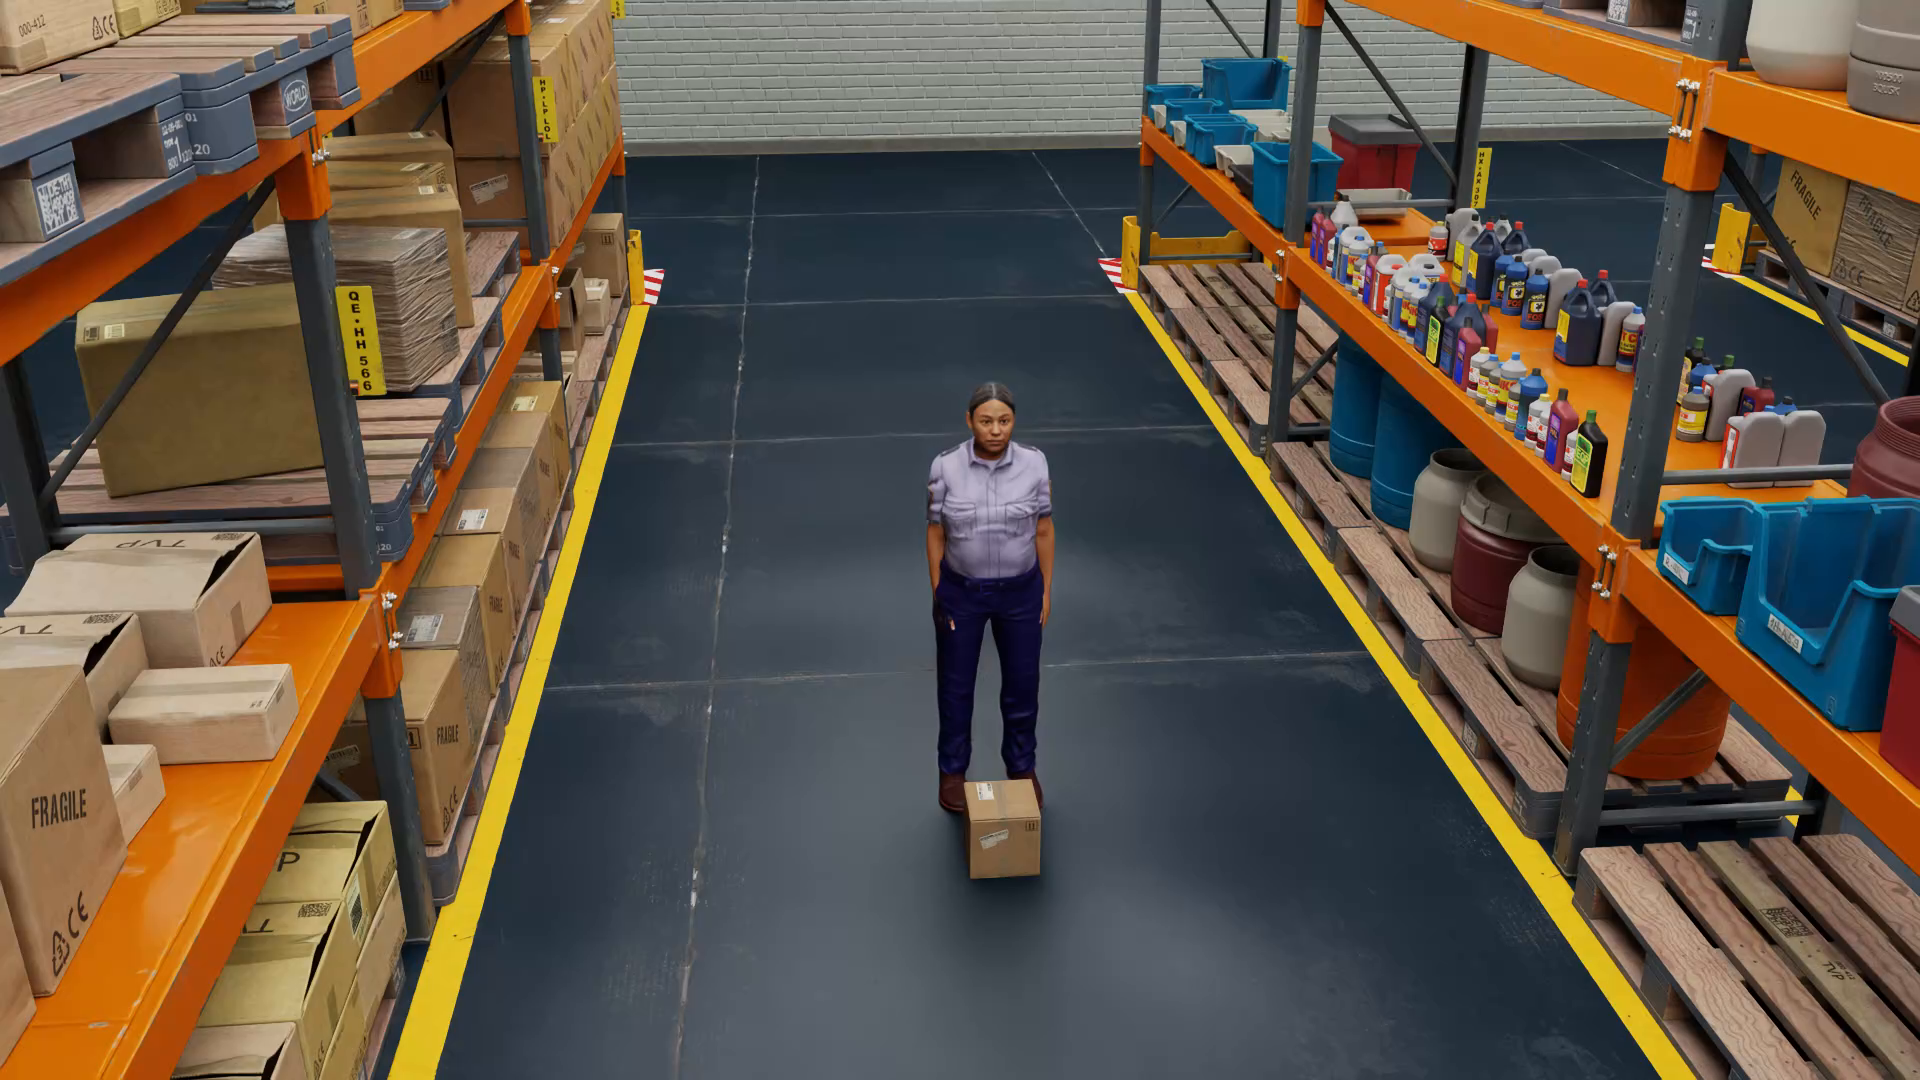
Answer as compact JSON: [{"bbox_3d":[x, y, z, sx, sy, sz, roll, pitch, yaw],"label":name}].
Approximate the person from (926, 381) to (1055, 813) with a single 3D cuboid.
[{"bbox_3d":[0.114,0.218,6.135,0.472,1.660,0.344,-2,24,-4],"label":"person"}]
